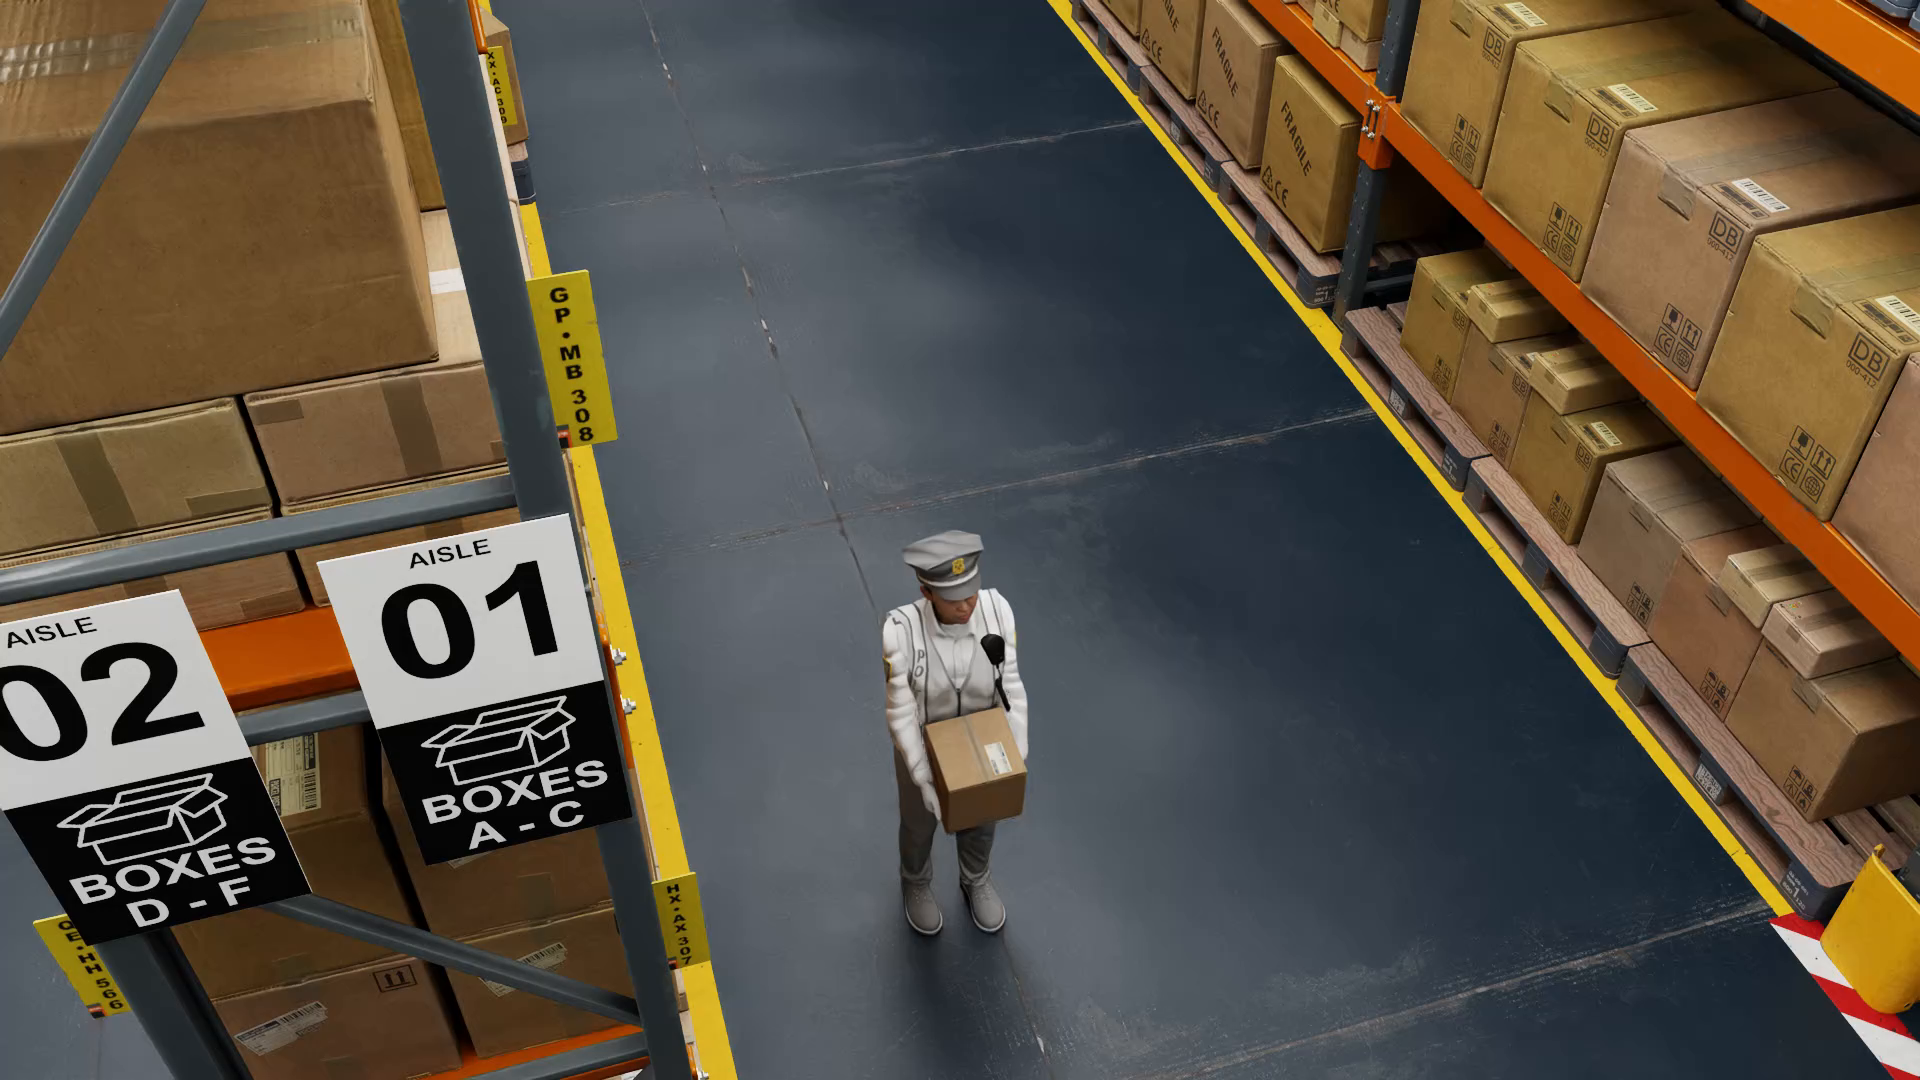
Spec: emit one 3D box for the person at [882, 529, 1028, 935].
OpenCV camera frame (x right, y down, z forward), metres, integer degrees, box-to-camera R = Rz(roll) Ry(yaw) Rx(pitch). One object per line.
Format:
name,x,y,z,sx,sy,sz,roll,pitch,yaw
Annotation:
person,-0.011,0.696,5.385,0.453,1.691,0.523,-12,44,-13
